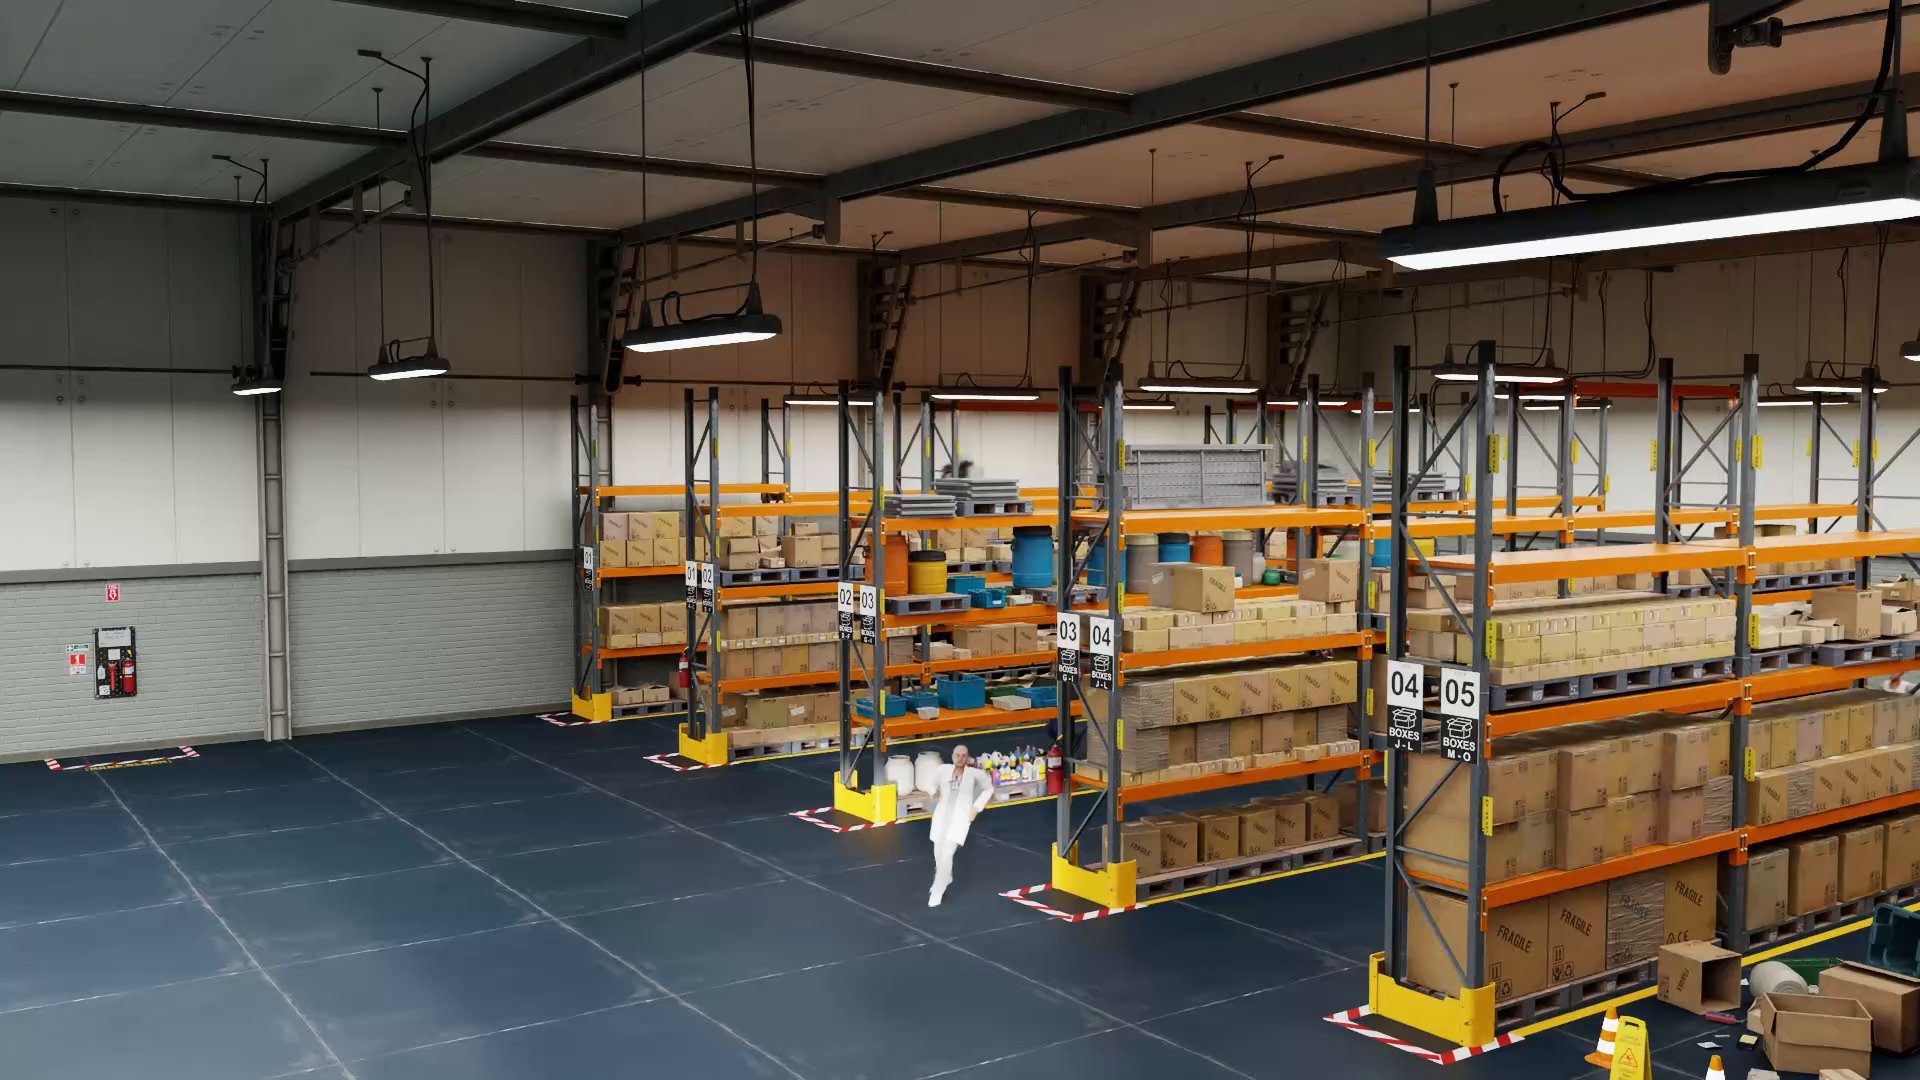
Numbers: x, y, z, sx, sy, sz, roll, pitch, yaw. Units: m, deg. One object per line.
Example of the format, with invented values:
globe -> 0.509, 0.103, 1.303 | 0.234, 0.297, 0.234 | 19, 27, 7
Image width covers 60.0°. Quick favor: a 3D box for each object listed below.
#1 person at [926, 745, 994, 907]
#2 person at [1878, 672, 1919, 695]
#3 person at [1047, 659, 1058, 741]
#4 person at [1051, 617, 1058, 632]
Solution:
person -> -0.039, 3.183, 18.609 | 0.711, 1.807, 0.794 | 1, 4, 23
person -> 14.342, 2.769, 25.521 | 0.611, 1.745, 0.710 | -3, 4, -40
person -> 1.562, 2.742, 26.856 | 0.570, 1.598, 0.661 | -2, 4, -33
person -> 2.145, 2.002, 34.113 | 0.508, 1.648, 0.556 | -2, 4, -36
